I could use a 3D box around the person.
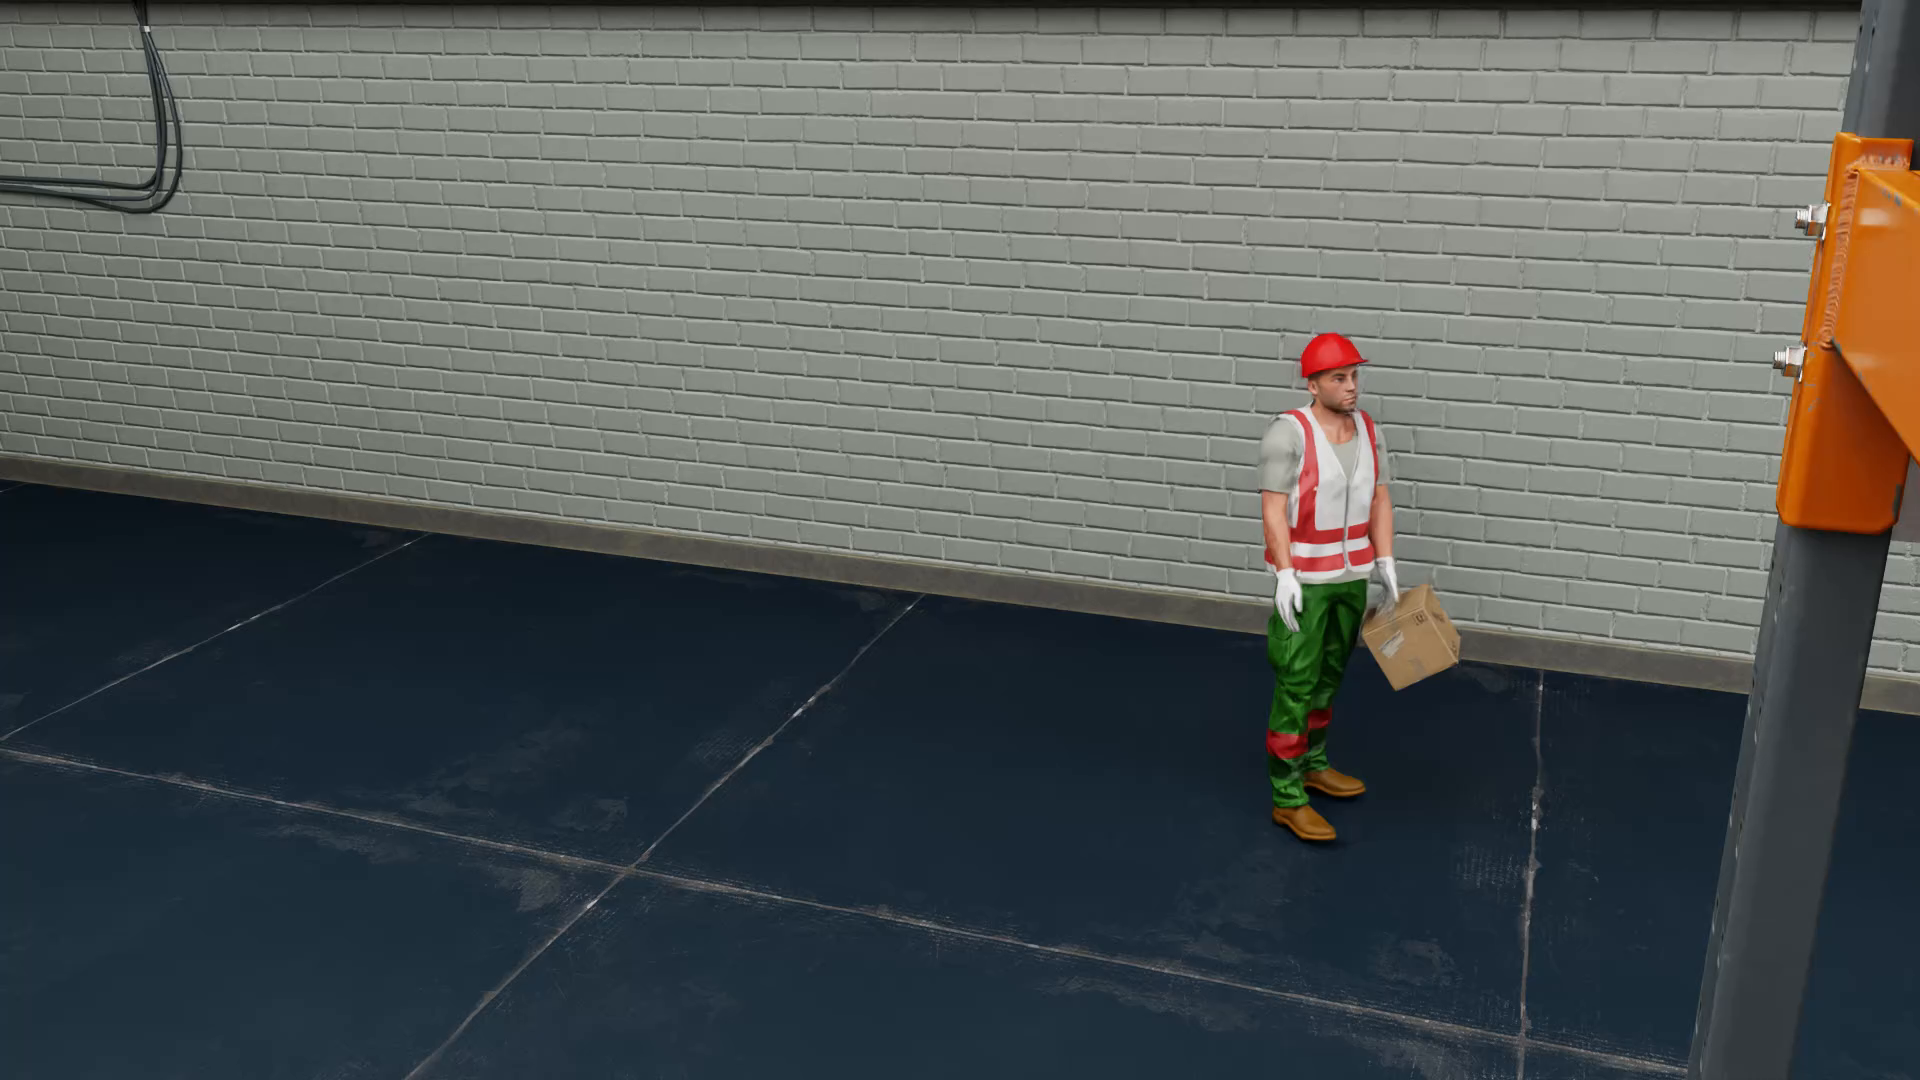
[{"bbox_3d":[1.354,0.163,5.990,0.590,1.793,0.543,-10,21,-27],"label":"person"}]
